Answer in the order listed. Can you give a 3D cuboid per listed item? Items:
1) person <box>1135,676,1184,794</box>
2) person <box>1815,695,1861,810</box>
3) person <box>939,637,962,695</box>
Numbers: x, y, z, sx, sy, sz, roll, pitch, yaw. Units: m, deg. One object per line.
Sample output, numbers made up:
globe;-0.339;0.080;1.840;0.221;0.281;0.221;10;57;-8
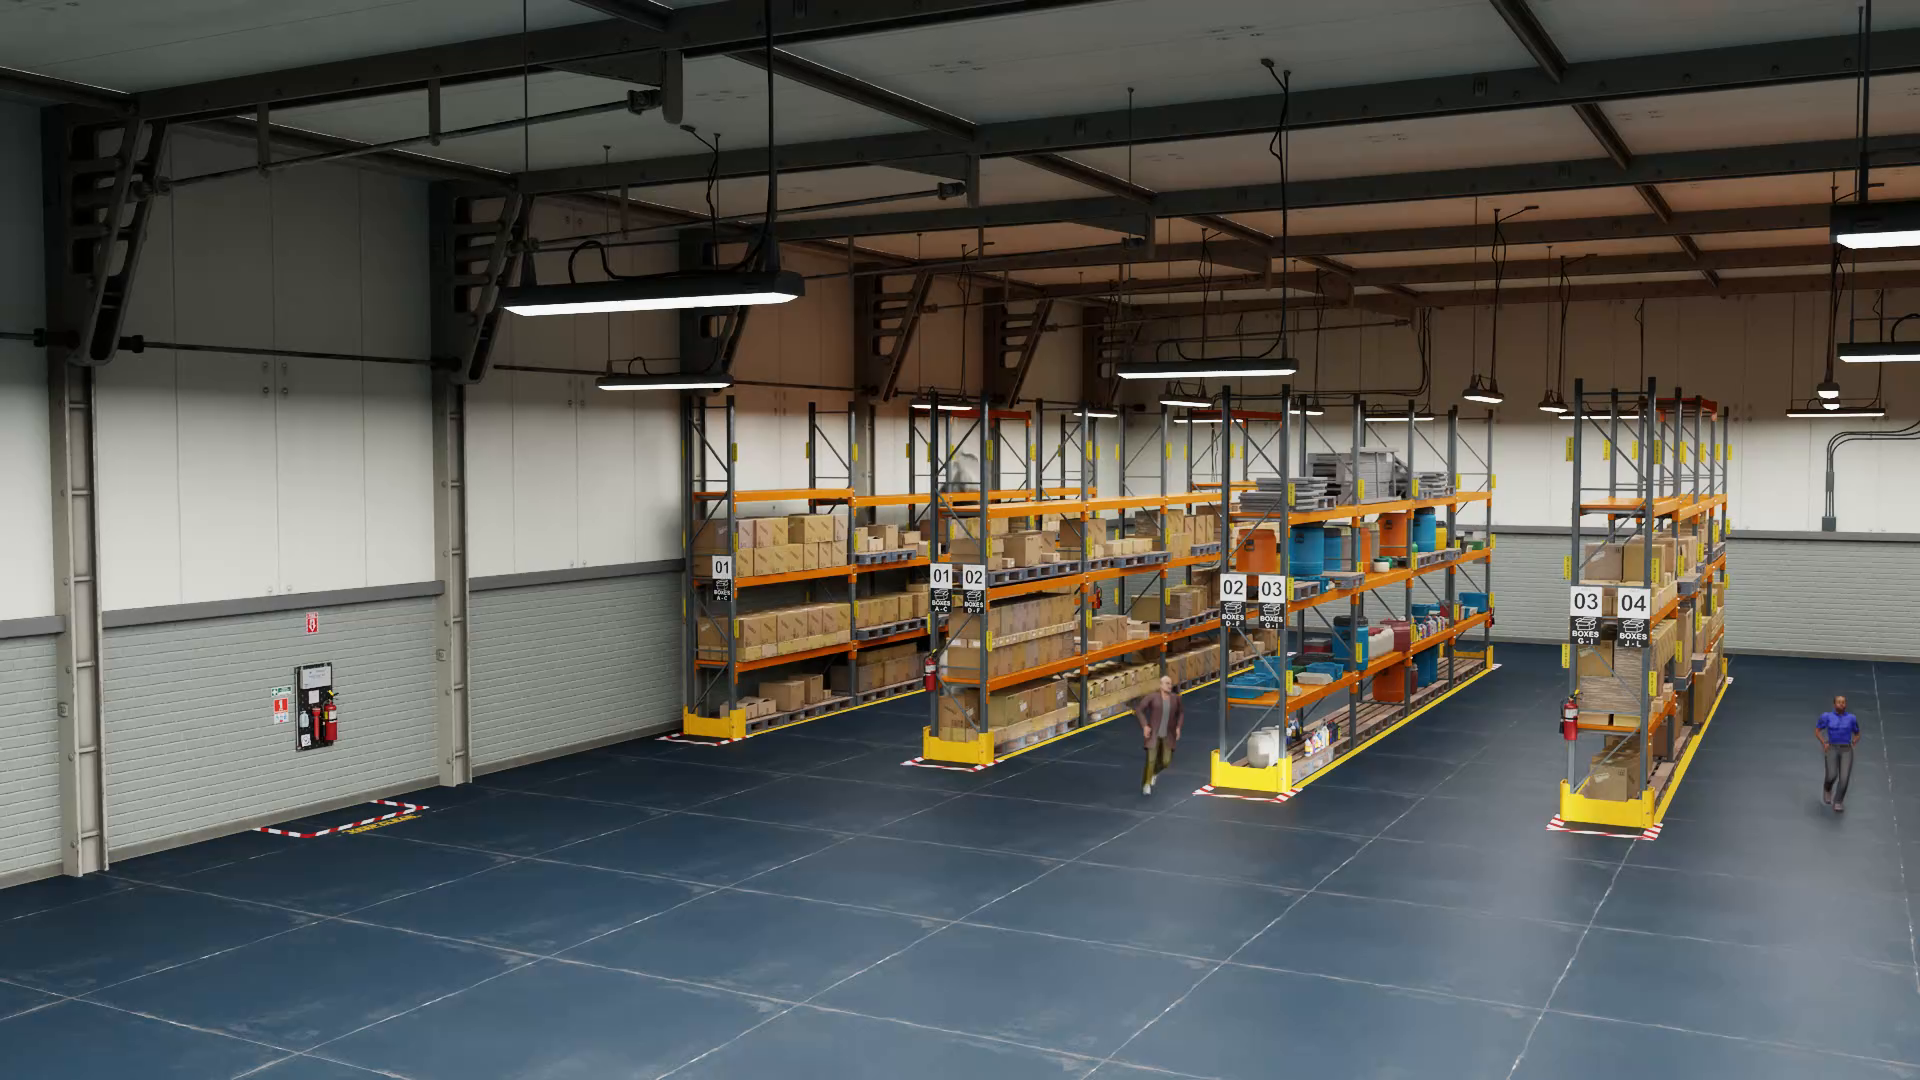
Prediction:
person;2.964;2.863;24.512;0.764;1.712;0.583;0;3;-8
person;12.288;2.970;23.245;0.570;1.608;0.570;1;3;18
person;-0.171;2.604;30.187;0.597;1.698;0.695;1;3;23
